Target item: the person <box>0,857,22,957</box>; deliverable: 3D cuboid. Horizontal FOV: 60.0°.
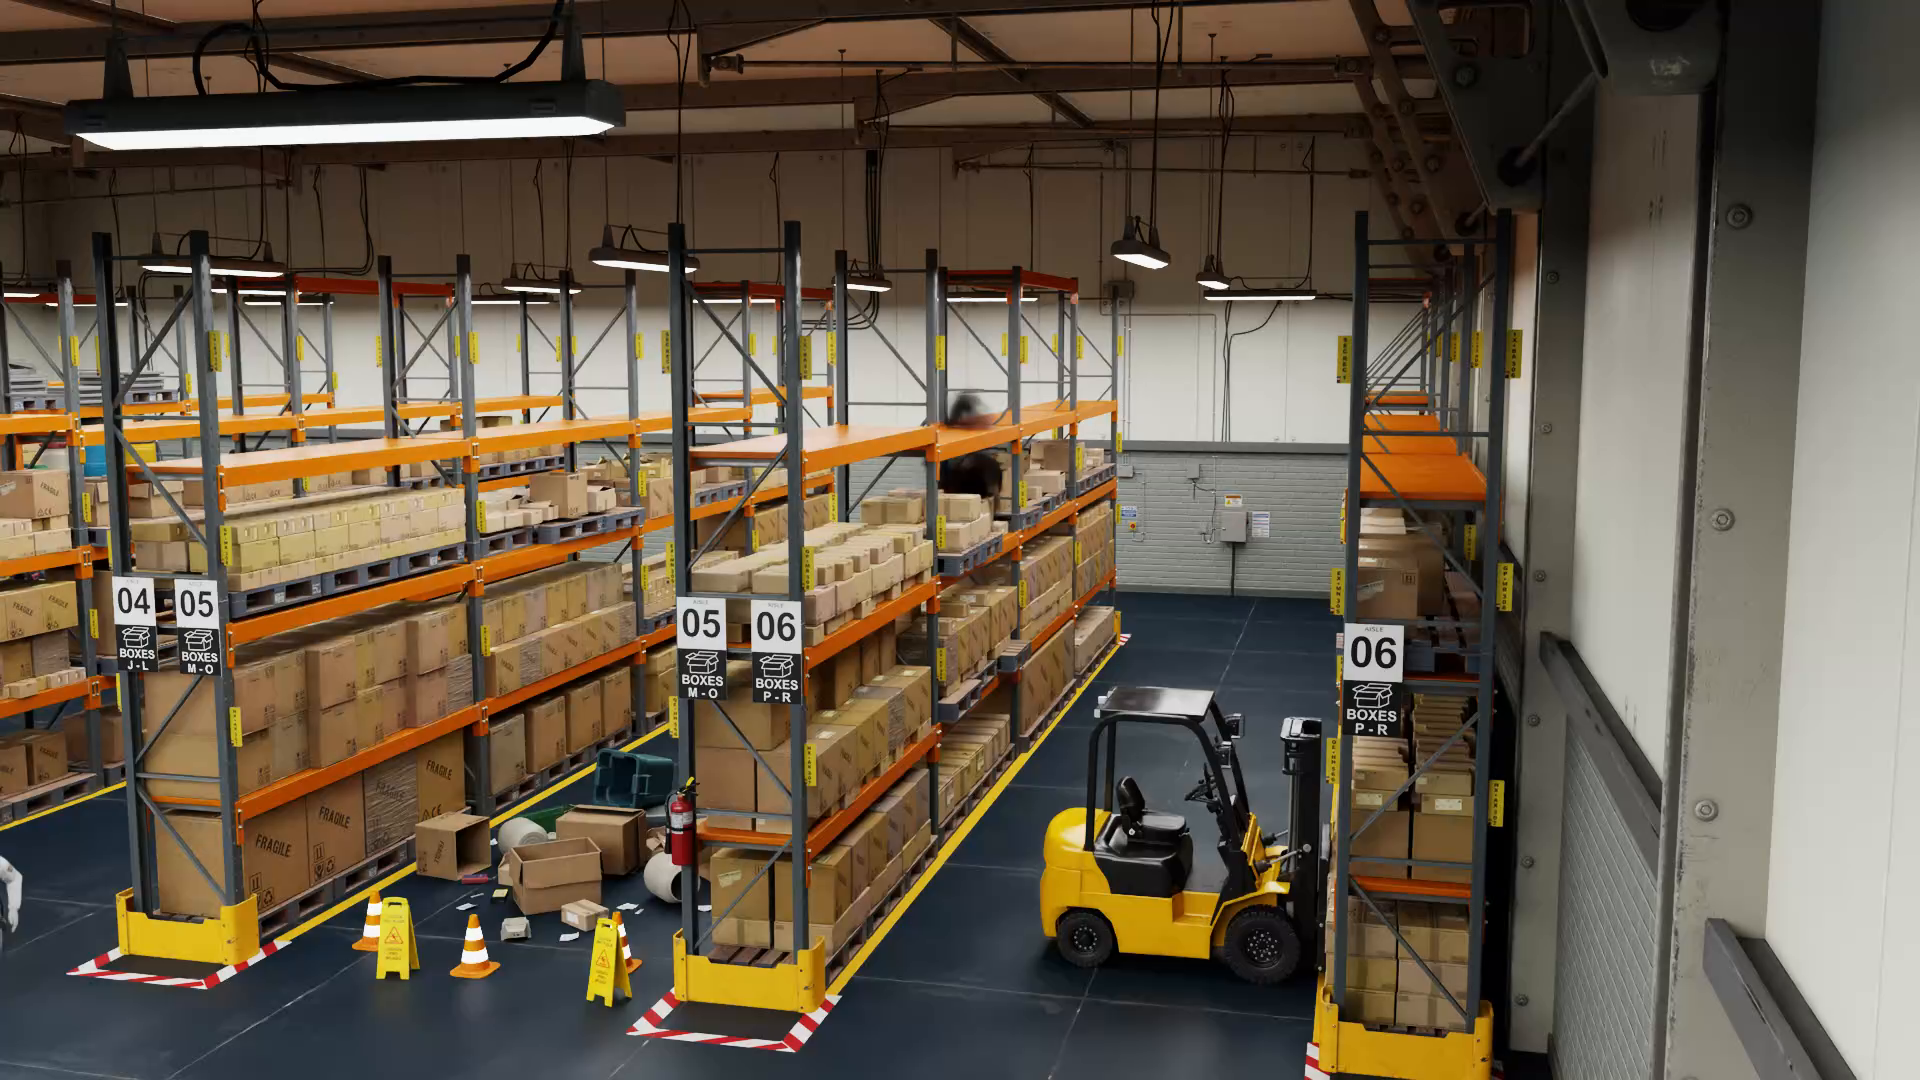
[{"bbox_3d":[-7.085,2.851,11.965,0.610,1.695,0.914,-4,8,-27],"label":"person"}]
